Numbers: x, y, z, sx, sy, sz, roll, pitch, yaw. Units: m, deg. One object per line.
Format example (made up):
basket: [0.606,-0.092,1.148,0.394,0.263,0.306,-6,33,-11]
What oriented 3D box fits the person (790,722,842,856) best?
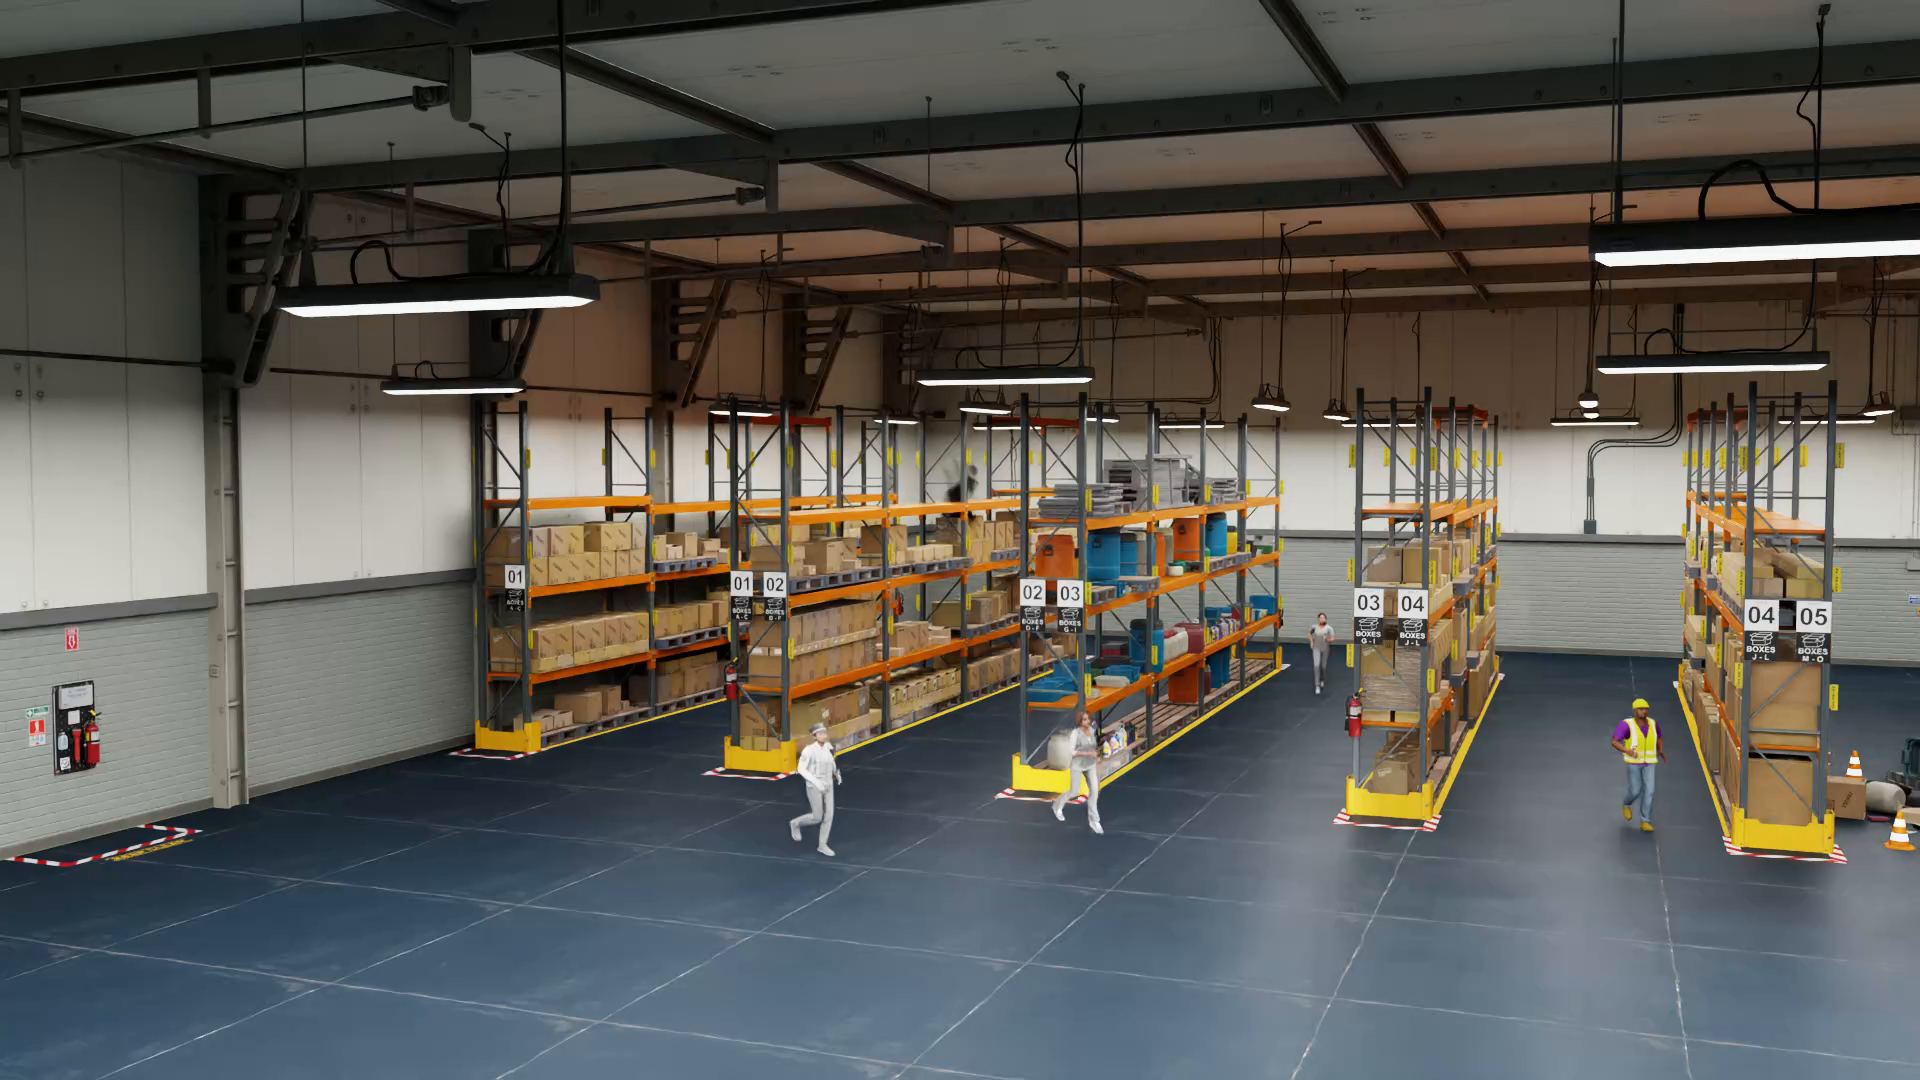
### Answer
person: [-1.818,3.147,21.237,0.622,1.685,0.683,-3,4,-43]

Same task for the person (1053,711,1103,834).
person: [1.631,3.105,22.496,0.550,1.617,0.874,-2,3,-32]

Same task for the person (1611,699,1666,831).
person: [9.232,3.025,22.598,0.730,1.747,0.758,0,3,1]

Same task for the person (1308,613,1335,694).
person: [7.782,2.415,35.790,0.560,1.703,0.911,1,3,11]
